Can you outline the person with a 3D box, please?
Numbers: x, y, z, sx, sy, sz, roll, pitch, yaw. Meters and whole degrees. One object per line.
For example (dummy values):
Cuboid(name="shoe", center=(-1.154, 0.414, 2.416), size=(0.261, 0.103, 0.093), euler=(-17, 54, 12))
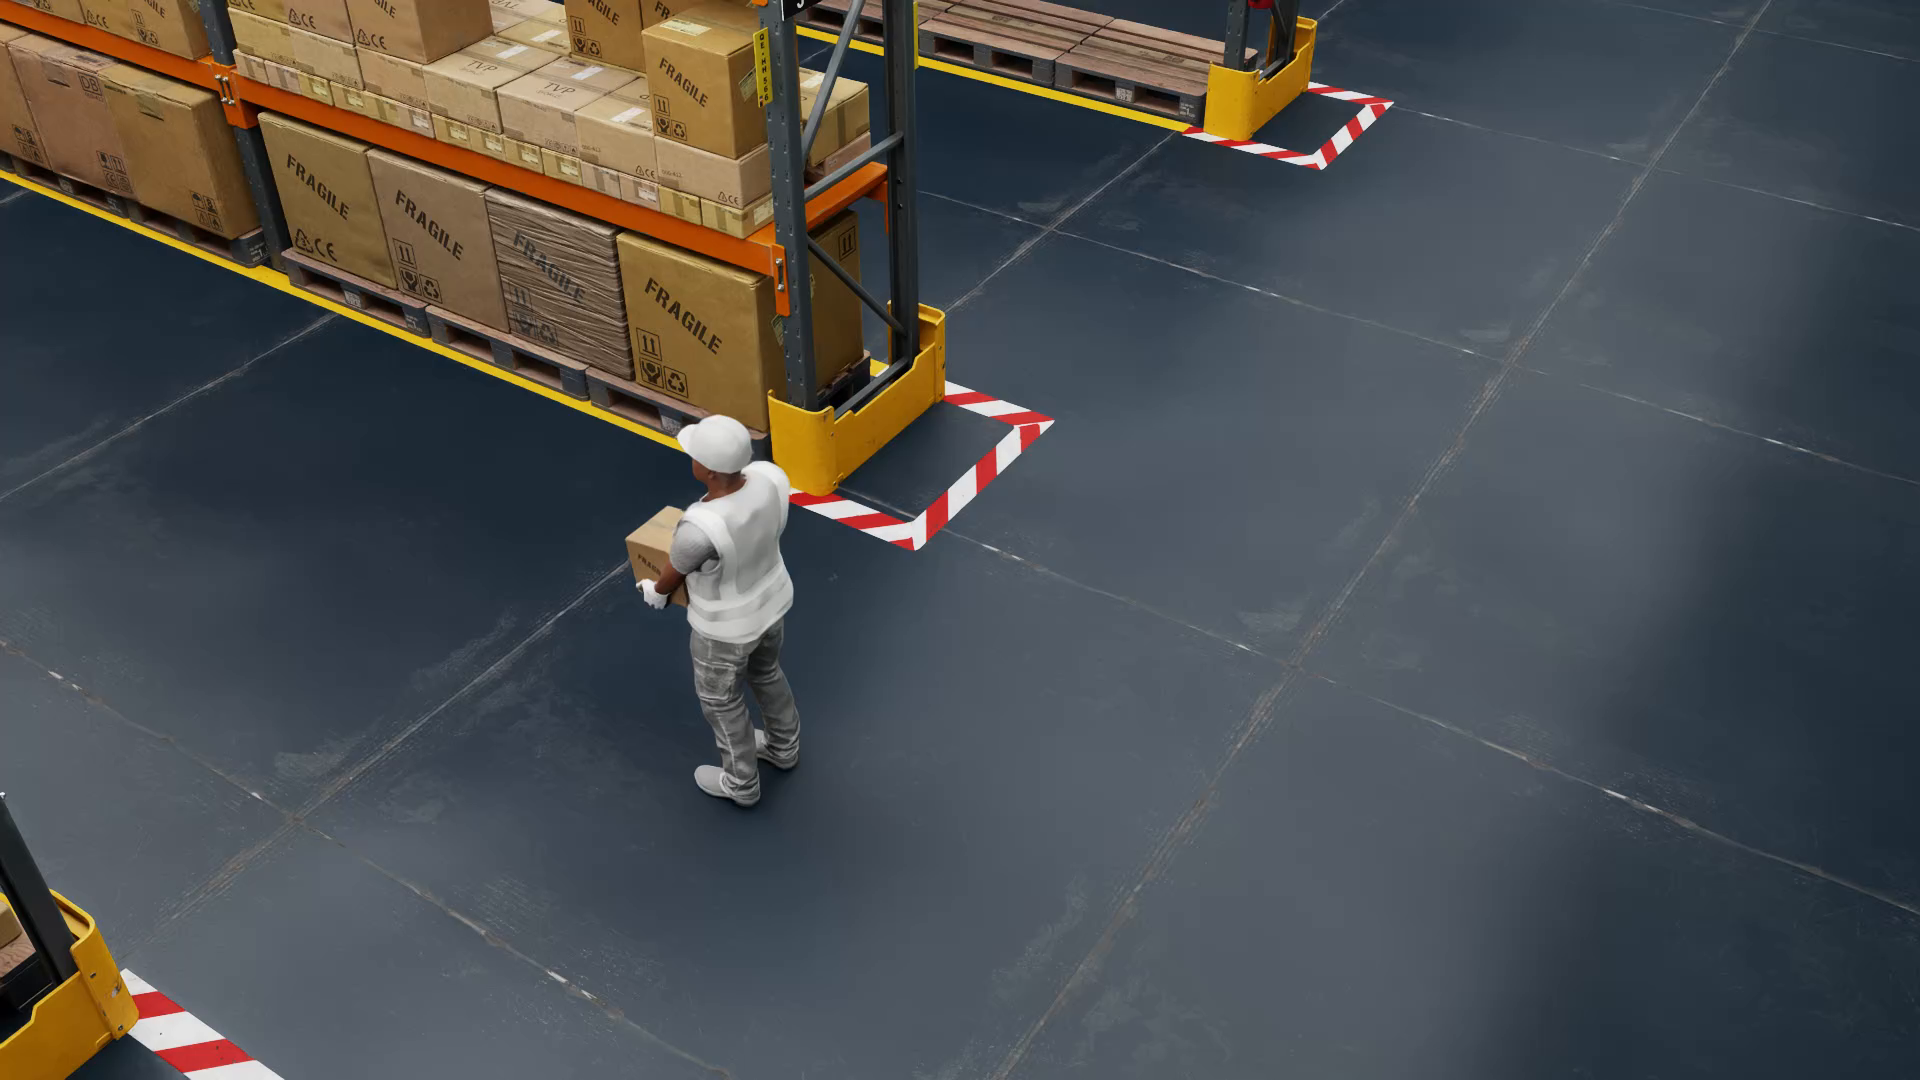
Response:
Cuboid(name="person", center=(-0.935, 0.239, 6.358), size=(0.566, 1.782, 0.458), euler=(21, 43, 25))
